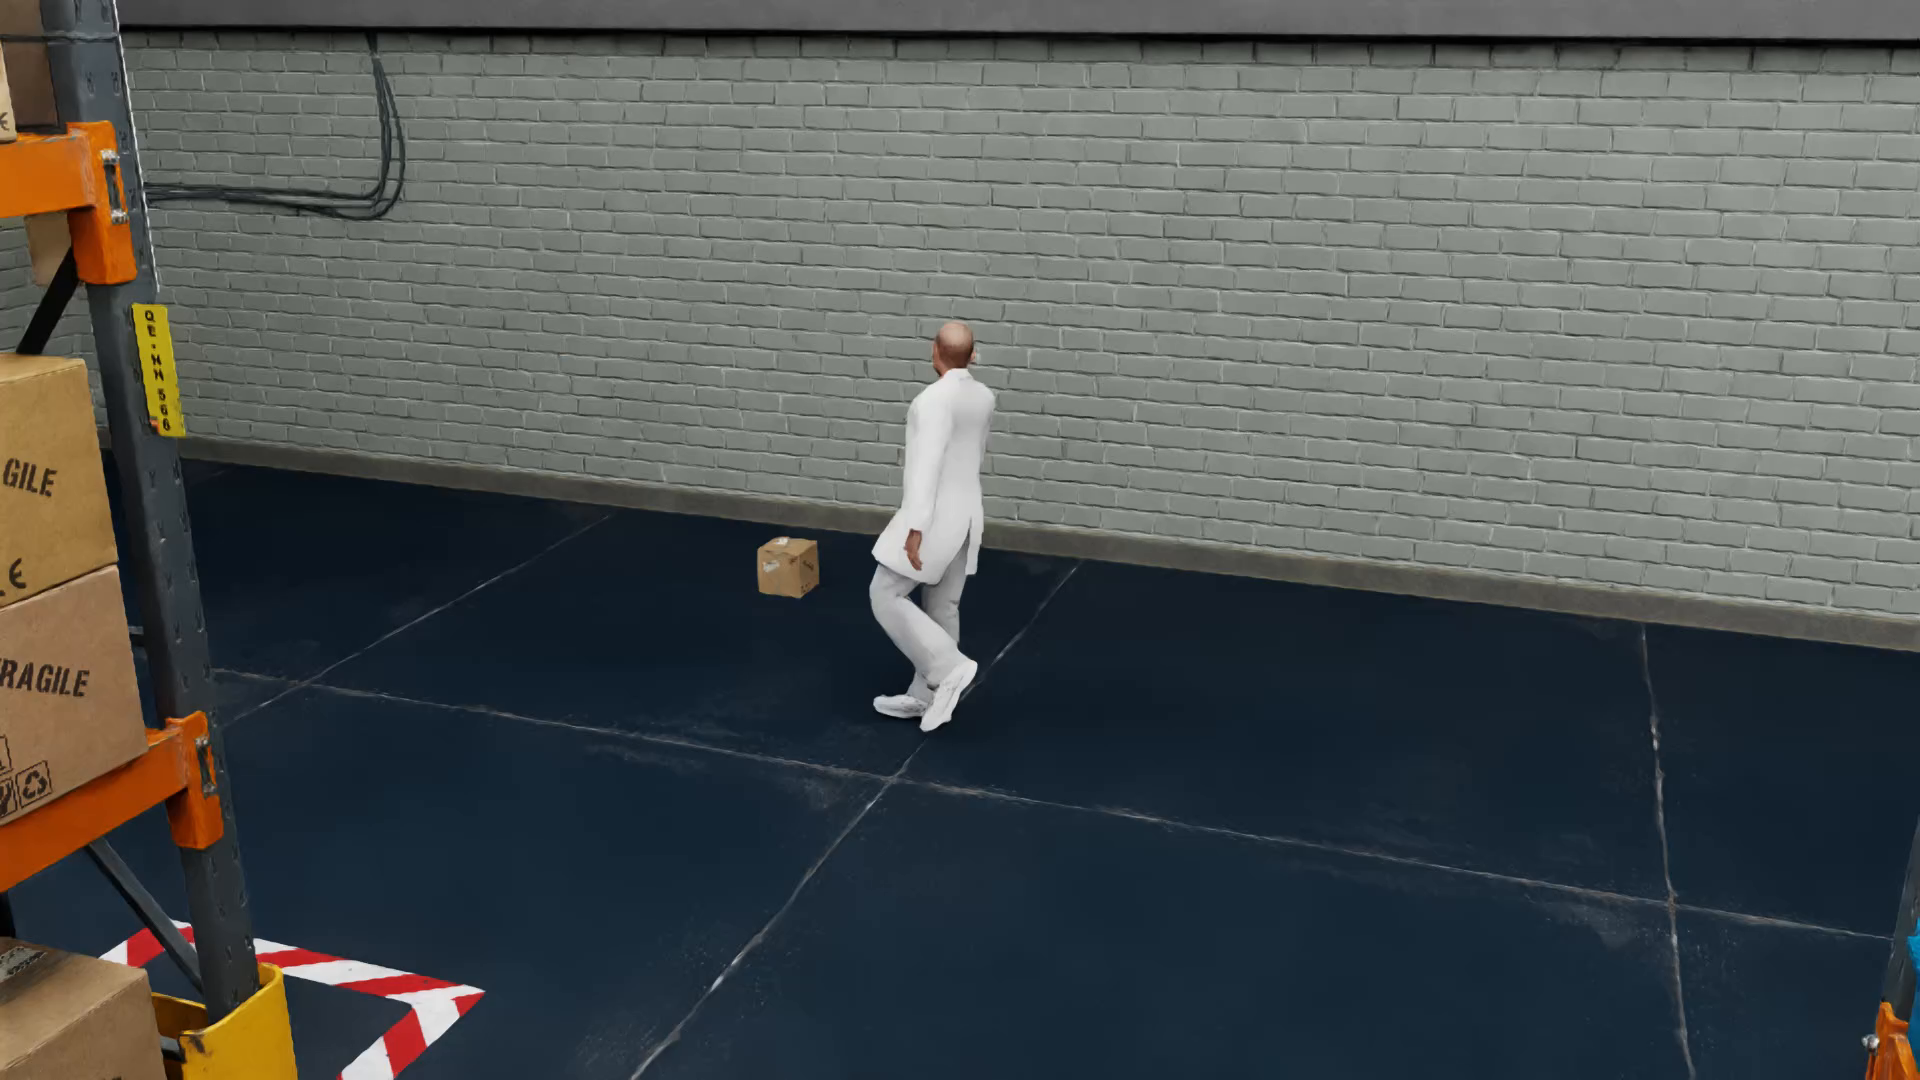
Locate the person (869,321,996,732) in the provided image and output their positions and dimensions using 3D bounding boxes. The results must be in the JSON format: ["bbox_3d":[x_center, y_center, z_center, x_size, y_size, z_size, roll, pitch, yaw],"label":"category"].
[{"bbox_3d":[-0.081,-0.058,7.259,0.561,1.748,0.756,10,21,28],"label":"person"}]
